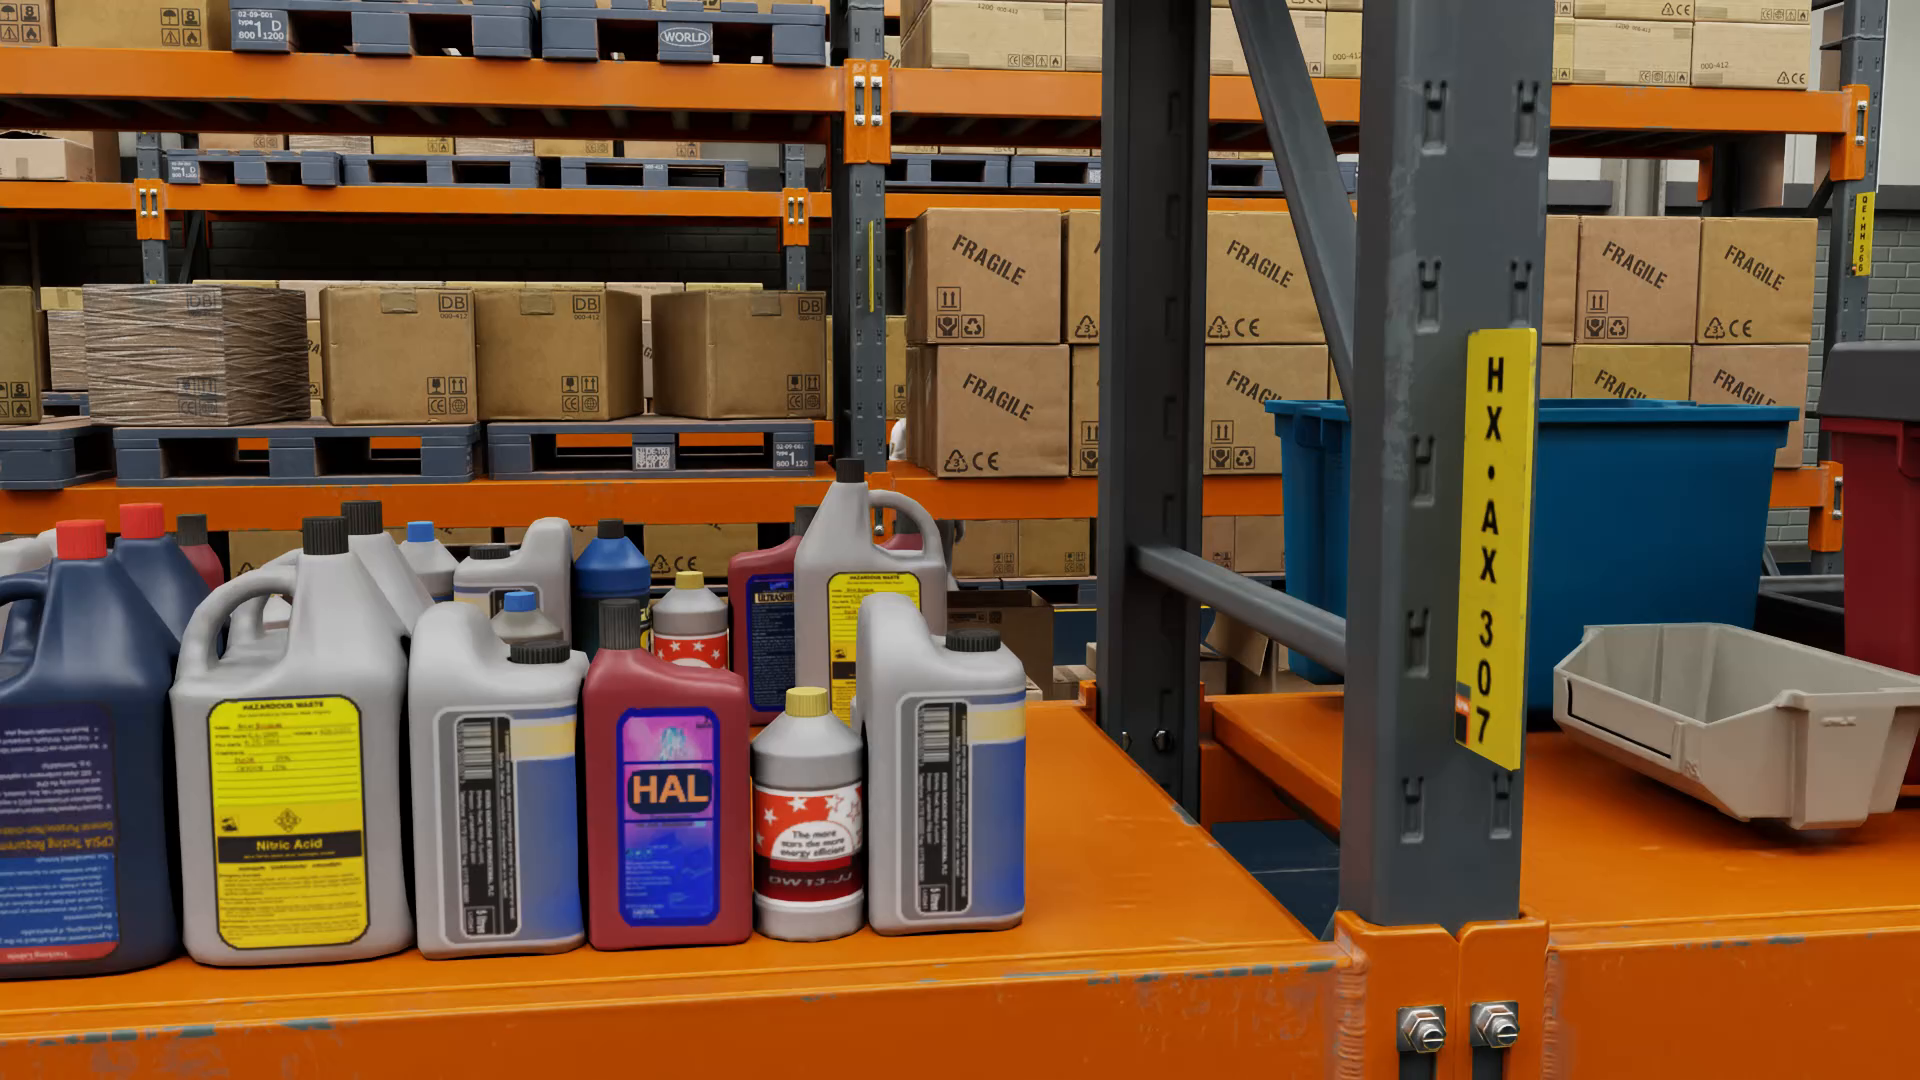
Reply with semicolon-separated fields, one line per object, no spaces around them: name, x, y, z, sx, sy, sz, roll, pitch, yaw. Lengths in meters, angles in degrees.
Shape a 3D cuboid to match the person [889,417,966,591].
person;-0.207;-0.135;9.365;0.503;1.682;0.470;-2;7;-17
